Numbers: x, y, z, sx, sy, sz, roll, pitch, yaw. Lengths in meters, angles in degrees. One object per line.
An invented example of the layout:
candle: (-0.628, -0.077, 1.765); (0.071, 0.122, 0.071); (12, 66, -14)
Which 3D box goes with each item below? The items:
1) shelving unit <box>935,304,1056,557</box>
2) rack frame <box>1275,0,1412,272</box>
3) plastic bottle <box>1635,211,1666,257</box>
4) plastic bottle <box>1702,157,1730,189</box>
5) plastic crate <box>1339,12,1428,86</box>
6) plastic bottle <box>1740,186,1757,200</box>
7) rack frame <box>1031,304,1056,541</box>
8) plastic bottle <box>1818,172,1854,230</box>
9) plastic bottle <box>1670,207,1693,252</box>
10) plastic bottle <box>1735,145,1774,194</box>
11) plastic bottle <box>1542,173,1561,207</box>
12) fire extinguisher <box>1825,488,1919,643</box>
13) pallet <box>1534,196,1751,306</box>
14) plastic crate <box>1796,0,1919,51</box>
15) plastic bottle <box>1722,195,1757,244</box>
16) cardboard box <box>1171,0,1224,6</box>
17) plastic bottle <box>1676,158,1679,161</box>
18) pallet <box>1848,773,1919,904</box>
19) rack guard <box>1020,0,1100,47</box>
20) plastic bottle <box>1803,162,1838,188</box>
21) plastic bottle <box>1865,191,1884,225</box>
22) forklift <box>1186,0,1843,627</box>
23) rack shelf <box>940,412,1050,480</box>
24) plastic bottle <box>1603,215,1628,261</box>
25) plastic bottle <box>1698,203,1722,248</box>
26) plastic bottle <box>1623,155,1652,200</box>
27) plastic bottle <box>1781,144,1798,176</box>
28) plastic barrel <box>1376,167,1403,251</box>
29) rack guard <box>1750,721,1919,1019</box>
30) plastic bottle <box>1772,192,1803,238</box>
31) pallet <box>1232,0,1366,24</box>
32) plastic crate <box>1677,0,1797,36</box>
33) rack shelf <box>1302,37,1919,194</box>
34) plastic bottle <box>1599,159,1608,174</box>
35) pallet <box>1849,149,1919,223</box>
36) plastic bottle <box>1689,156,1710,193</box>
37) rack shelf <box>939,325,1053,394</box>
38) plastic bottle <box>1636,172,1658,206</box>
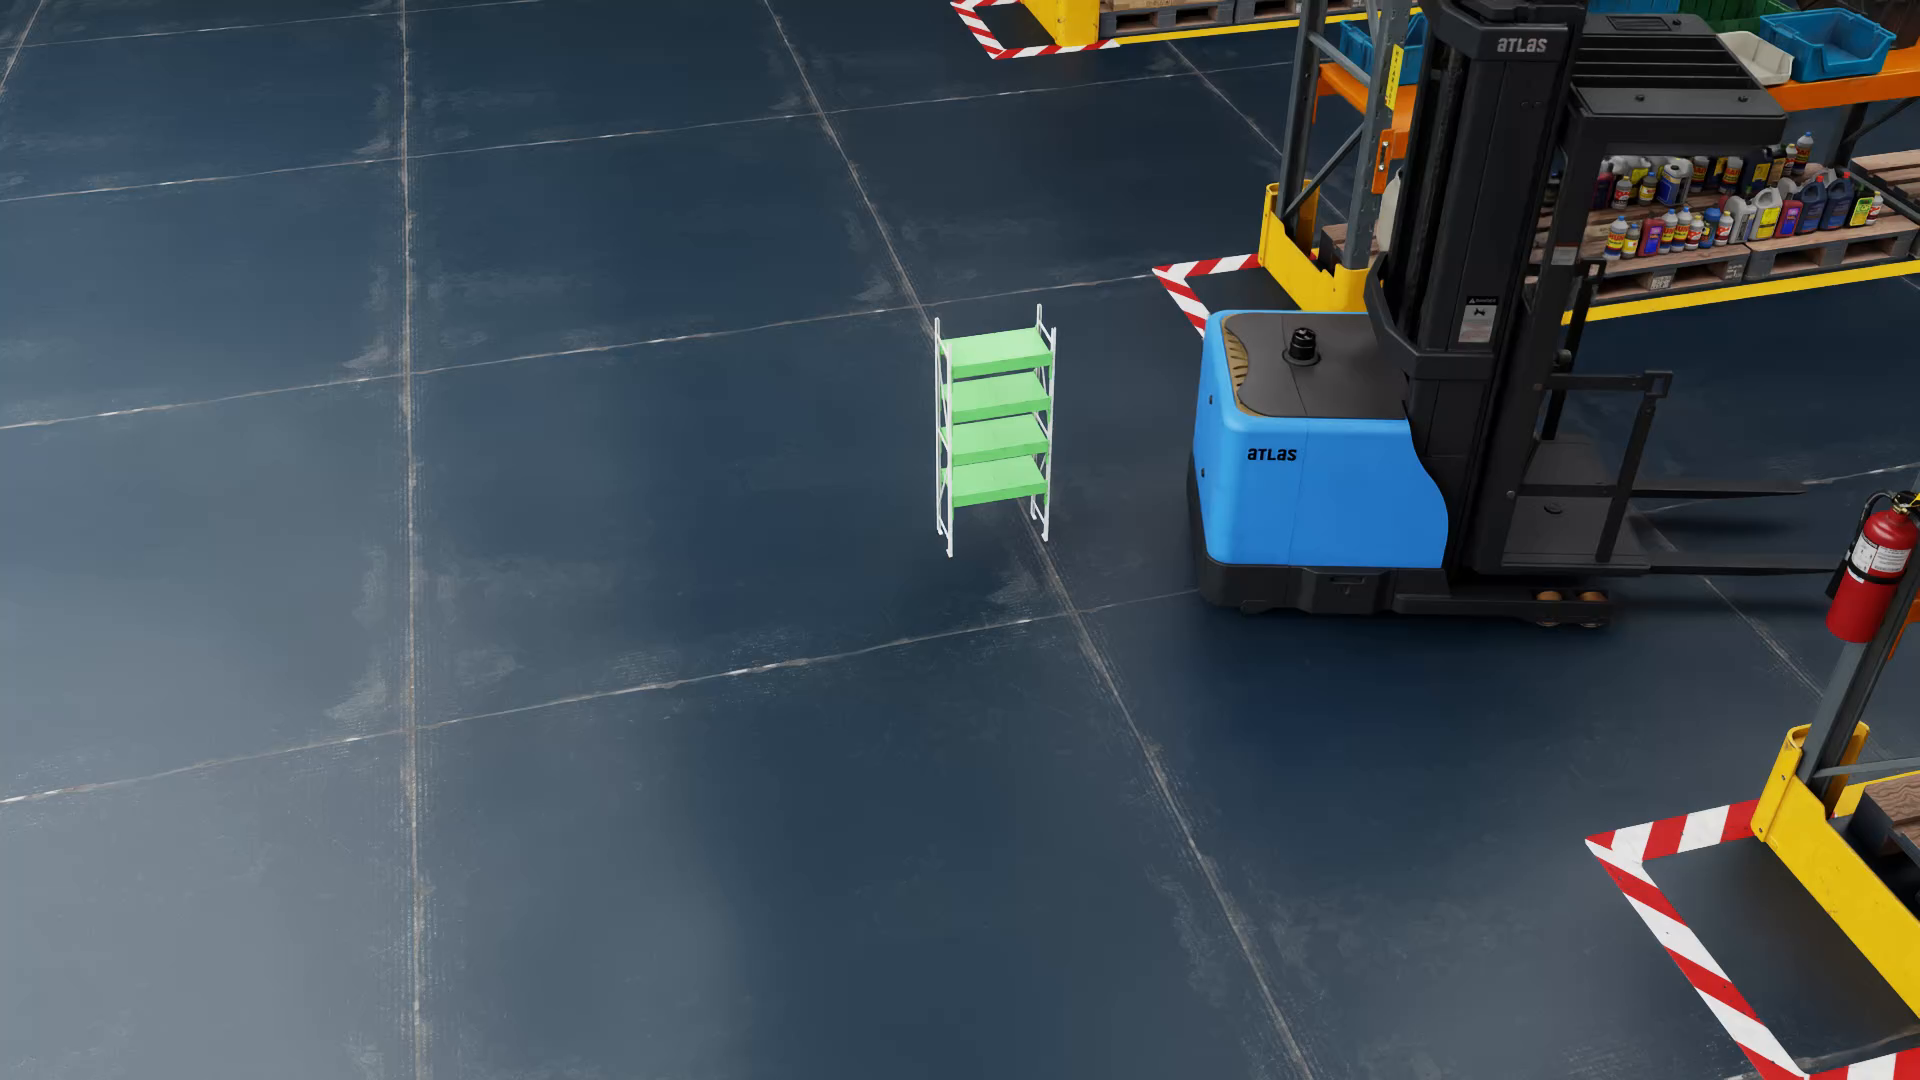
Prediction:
shelving unit: (0.160, -0.503, 7.899); (0.503, 1.200, 0.258); (-9, 38, -12)
rack frame: (2.131, -2.633, 9.203); (0.127, 3.000, 1.000); (-9, 38, -12)
plastic bottle: (4.186, -1.859, 10.064); (0.133, 0.283, 0.061); (-9, 38, -11)
plastic bottle: (4.923, -2.475, 10.814); (0.185, 0.351, 0.144); (-11, 39, -14)
plastic crate: (2.536, -2.829, 9.581); (0.616, 0.251, 0.499); (-9, 38, -12)
plastic bottle: (4.897, -2.066, 10.335); (0.133, 0.283, 0.061); (-9, 38, -12)
rack frame: (0.395, -0.541, 7.950); (0.015, 1.200, 0.240); (-9, 38, -12)
plastic bottle: (5.446, -2.118, 10.348); (0.185, 0.351, 0.144); (-10, 39, -13)
plastic bottle: (4.390, -1.899, 10.126); (0.097, 0.271, 0.097); (0, 37, 0)
plastic bottle: (5.142, -2.420, 10.743); (0.185, 0.351, 0.144); (-9, 38, -12)
plastic bottle: (3.789, -2.245, 10.636); (0.097, 0.201, 0.097); (0, 37, 0)
fire extinguisher: (3.191, 0.051, 5.758); (0.183, 0.674, 0.296); (-9, 38, -12)
pallet: (4.153, -1.882, 10.516); (1.213, 0.211, 1.003); (-9, 38, -12)
plastic crate: (5.454, -3.234, 10.039); (0.504, 0.338, 0.767); (-9, 38, -12)
plastic bottle: (4.791, -1.984, 10.233); (0.135, 0.276, 0.152); (-9, 38, -11)
cardboard box: (1.900, -4.650, 13.757); (0.500, 0.250, 0.500); (-9, 38, -12)
plastic bottle: (4.643, -2.385, 10.819); (0.097, 0.201, 0.097); (0, 37, 0)
pallet: (4.289, 1.260, 6.409); (1.213, 0.211, 1.003); (-9, 38, -12)
rack guard: (0.820, -4.543, 13.756); (0.348, 0.500, 1.175); (-9, 38, -12)
plastic bottle: (5.408, -2.203, 10.459); (0.185, 0.351, 0.144); (-9, 38, -12)
plastic bottle: (5.723, -2.090, 10.434); (0.097, 0.201, 0.097); (0, 37, 0)
forklift: (2.653, -1.090, 7.242); (3.031, 2.935, 1.130); (1, 37, 1)
rack shelf: (0.160, -0.452, 7.938); (0.480, 0.148, 0.258); (-9, 38, -12)
plastic bottle: (3.962, -1.829, 10.035); (0.097, 0.271, 0.097); (0, 37, 0)
plastic bottle: (4.585, -1.931, 10.168); (0.097, 0.271, 0.097); (0, 37, 0)
plastic bottle: (4.333, -2.378, 10.688); (0.185, 0.351, 0.144); (-8, 38, -10)
plastic bottle: (5.472, -2.521, 10.997); (0.097, 0.201, 0.097); (0, 37, 0)
plastic barrel: (2.746, -1.961, 10.026); (0.421, 0.512, 0.421); (0, 37, 0)
rack guard: (3.495, 1.253, 6.180); (0.348, 0.500, 1.175); (-9, 38, -12)
plastic bottle: (5.114, -2.011, 10.263); (0.133, 0.283, 0.061); (-7, 38, -9)
pallet: (2.746, -4.769, 14.289); (1.213, 0.211, 1.003); (-9, 38, -12)
plastic crate: (4.608, -3.133, 10.031); (0.662, 0.188, 0.450); (-9, 38, -12)
rack shelf: (4.061, -2.664, 9.836); (4.000, 0.370, 1.077); (-9, 38, -12)
plastic bottle: (4.040, -2.298, 10.644); (0.135, 0.276, 0.152); (-9, 38, -12)
pallet: (6.740, -2.306, 11.071); (1.213, 0.211, 1.003); (-9, 38, -12)
plastic bottle: (4.790, -2.398, 10.779); (0.097, 0.271, 0.097); (0, 37, 0)
rack shelf: (0.160, -0.833, 7.646); (0.480, 0.148, 0.258); (-9, 38, -12)
plastic bottle: (4.406, -2.255, 10.650); (0.097, 0.201, 0.097); (0, 37, 0)
